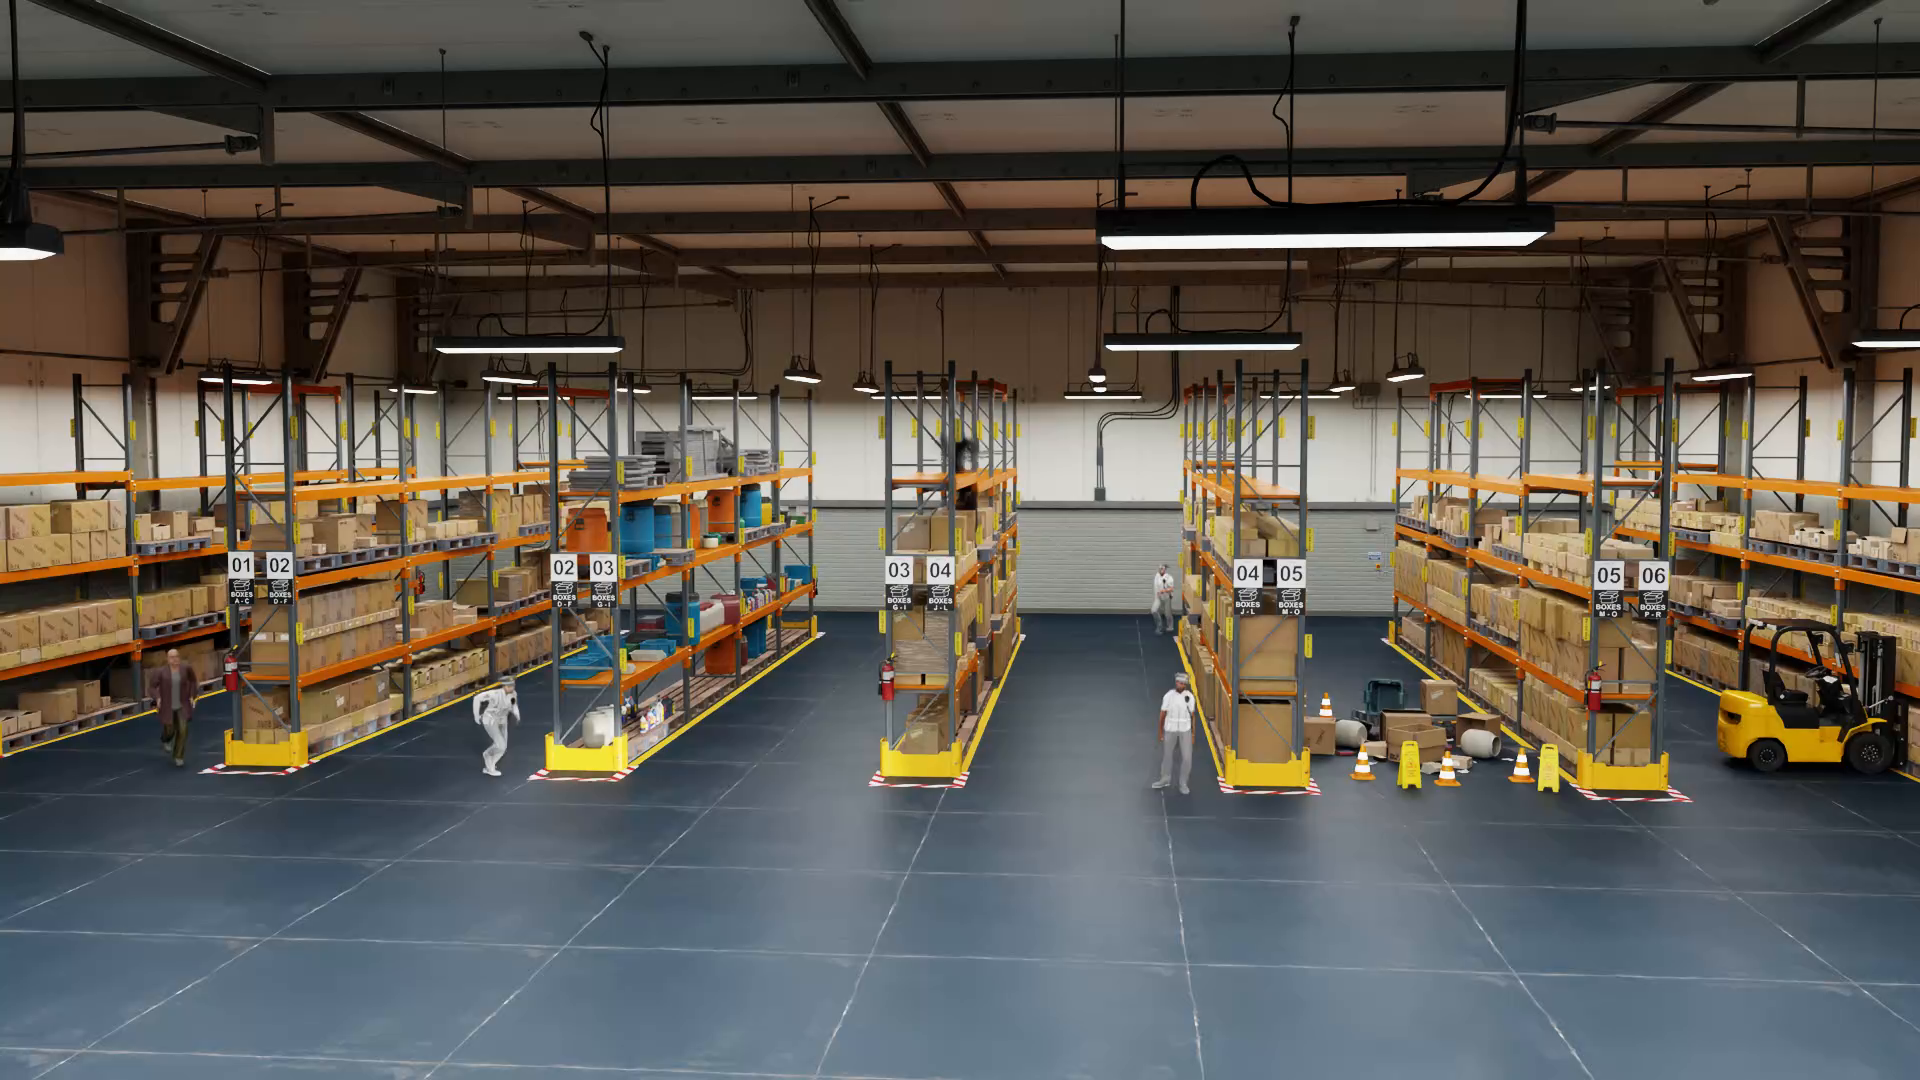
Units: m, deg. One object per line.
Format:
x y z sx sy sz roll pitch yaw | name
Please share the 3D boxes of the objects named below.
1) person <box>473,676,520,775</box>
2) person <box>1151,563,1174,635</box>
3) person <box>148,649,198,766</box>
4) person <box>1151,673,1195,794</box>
-6.670 2.684 23.947 0.779 1.499 0.651 3 5 41 | person
5.010 1.458 40.931 0.588 1.801 0.859 2 4 32 | person
-11.831 2.494 25.020 0.693 1.733 0.853 -2 4 -33 | person
2.961 2.678 23.101 0.597 1.702 0.445 0 4 5 | person
